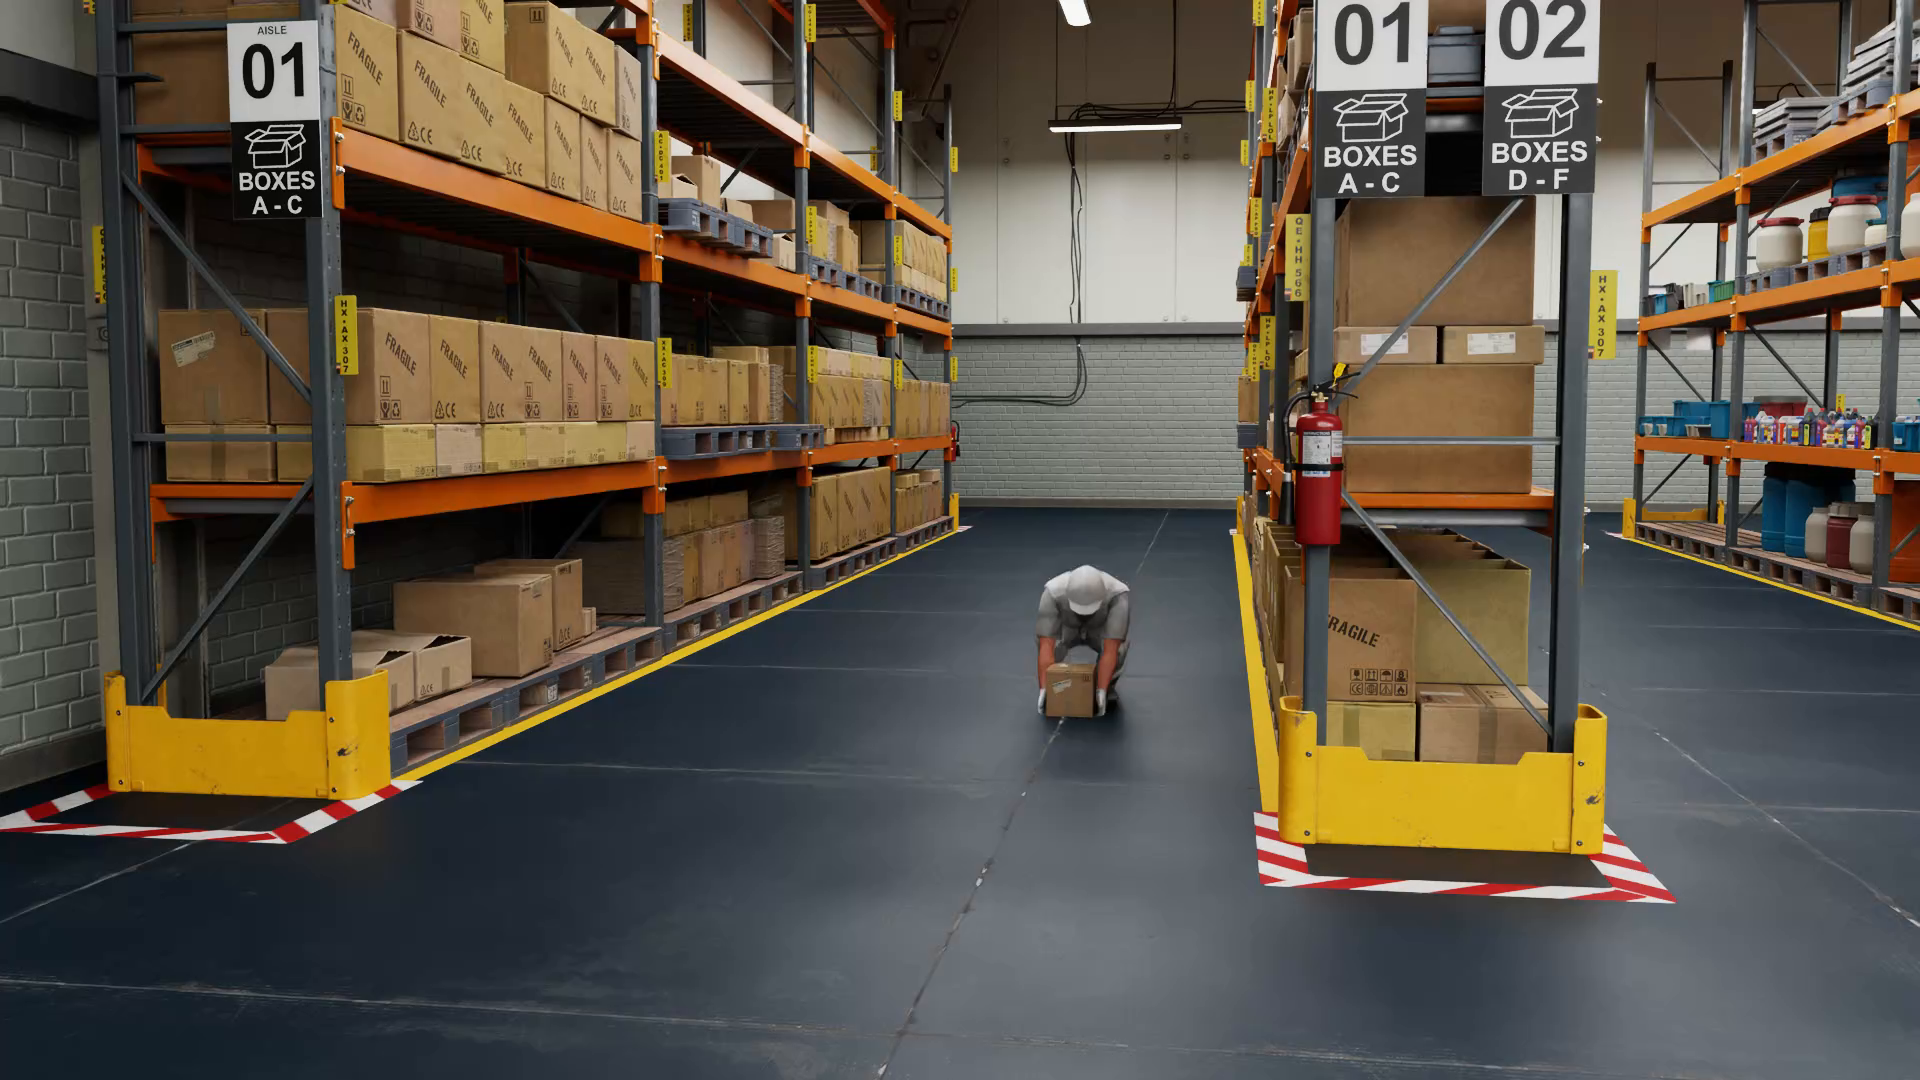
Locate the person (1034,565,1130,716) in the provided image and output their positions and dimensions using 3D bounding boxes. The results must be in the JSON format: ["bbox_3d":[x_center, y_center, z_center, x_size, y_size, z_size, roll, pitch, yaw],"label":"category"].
[{"bbox_3d":[0.677,0.543,9.210,0.533,0.876,0.910,1,4,8],"label":"person"}]
